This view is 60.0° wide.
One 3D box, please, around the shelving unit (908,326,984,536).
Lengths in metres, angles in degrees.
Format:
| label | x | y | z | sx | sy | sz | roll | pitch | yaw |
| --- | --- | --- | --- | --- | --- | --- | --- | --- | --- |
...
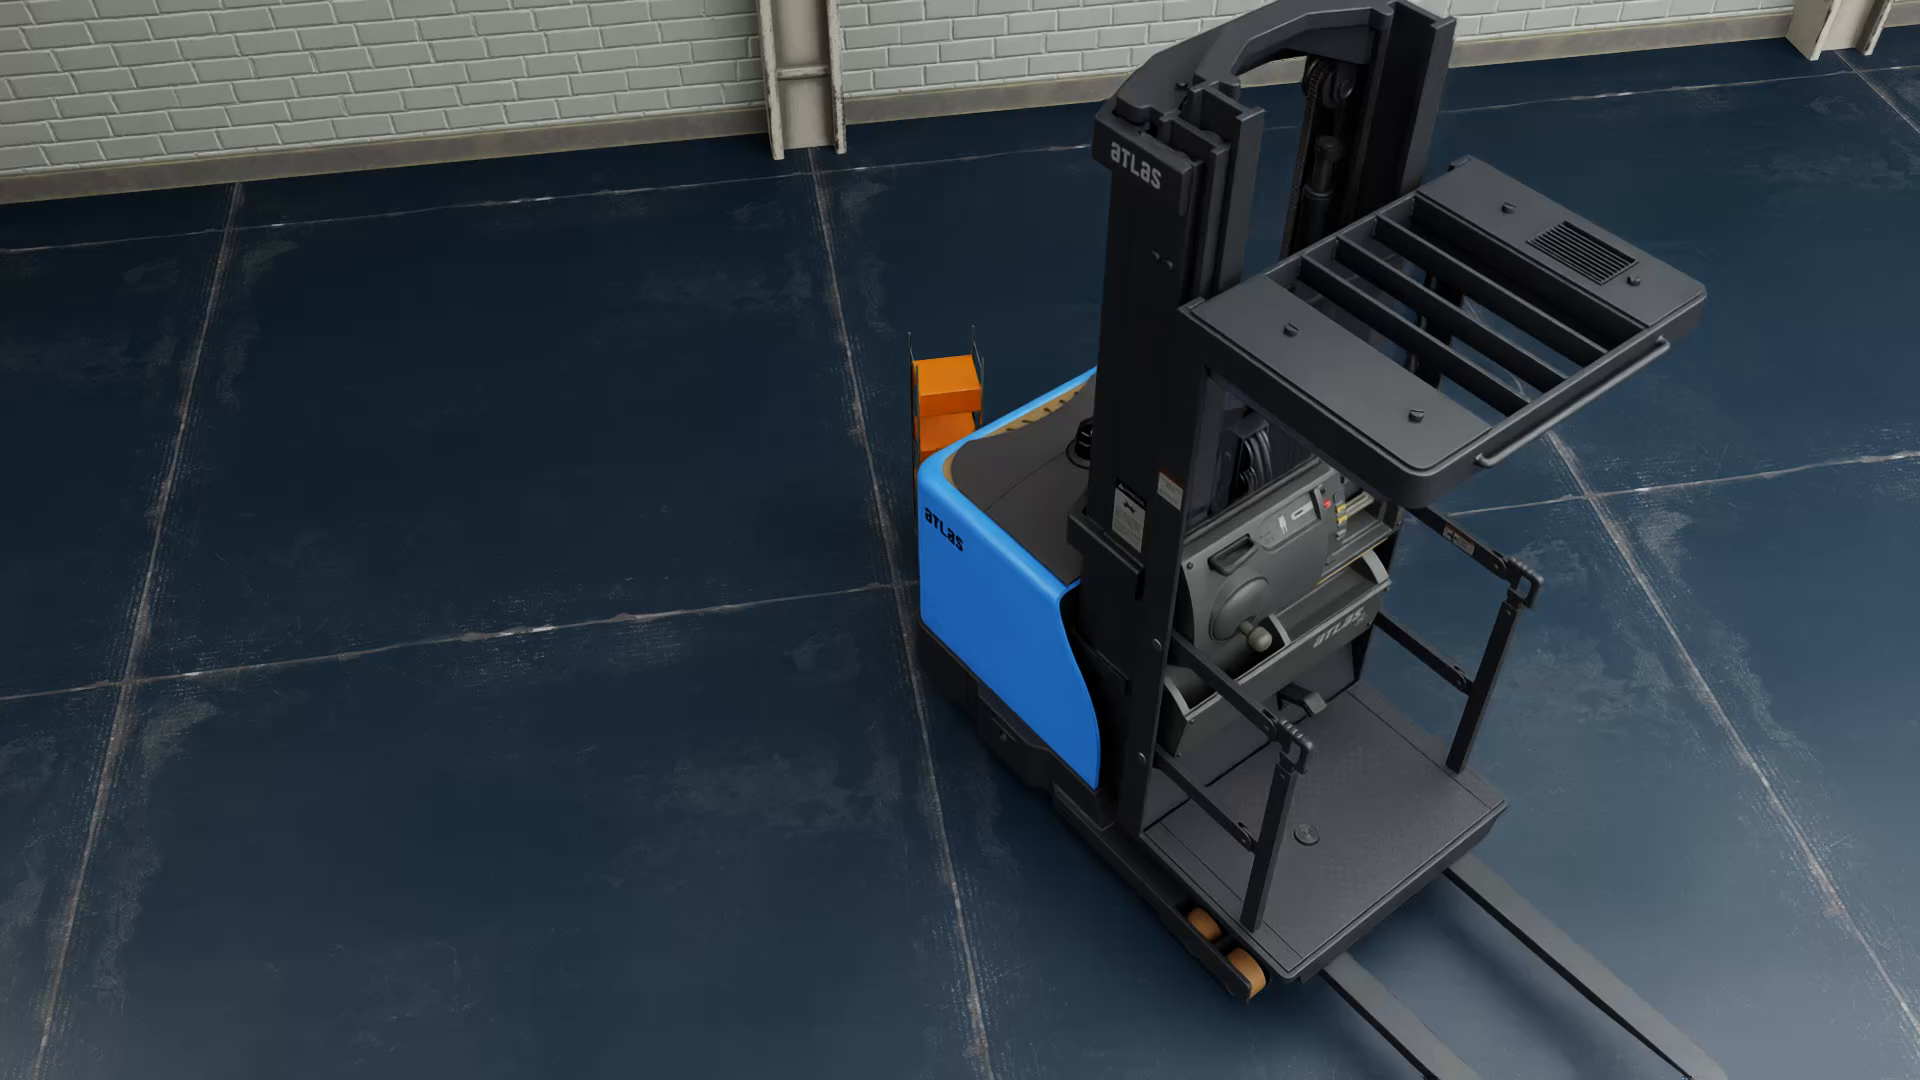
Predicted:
| label | x | y | z | sx | sy | sz | roll | pitch | yaw |
| --- | --- | --- | --- | --- | --- | --- | --- | --- | --- |
| shelving unit | -0.053 | -0.358 | 6.559 | 0.252 | 1.050 | 0.215 | -7 | 46 | -7 |

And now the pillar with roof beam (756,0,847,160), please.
| label | x | y | z | sx | sy | sz | roll | pitch | yaw |
| --- | --- | --- | --- | --- | --- | --- | --- | --- | --- |
| pillar with roof beam | -0.097 | -2.238 | 2.850 | 0.400 | 9.000 | 9.100 | -7 | 46 | -7 |

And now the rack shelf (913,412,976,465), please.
| label | x | y | z | sx | sy | sz | roll | pitch | yaw |
| --- | --- | --- | --- | --- | --- | --- | --- | --- | --- |
| rack shelf | -0.053 | -0.350 | 6.566 | 0.240 | 0.259 | 0.215 | -7 | 46 | -7 |

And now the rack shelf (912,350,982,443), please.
| label | x | y | z | sx | sy | sz | roll | pitch | yaw |
| --- | --- | --- | --- | --- | --- | --- | --- | --- | --- |
| rack shelf | -0.053 | -0.547 | 6.362 | 0.240 | 0.259 | 0.215 | -7 | 46 | -7 |

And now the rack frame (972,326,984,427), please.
| label | x | y | z | sx | sy | sz | roll | pitch | yaw |
| --- | --- | --- | --- | --- | --- | --- | --- | --- | --- |
| rack frame | 0.067 | -0.373 | 6.573 | 0.008 | 1.050 | 0.200 | -7 | 46 | -7 |

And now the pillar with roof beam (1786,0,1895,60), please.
| label | x | y | z | sx | sy | sz | roll | pitch | yaw |
| --- | --- | --- | --- | --- | --- | --- | --- | --- | --- |
| pillar with roof beam | 5.815 | -2.974 | 3.560 | 0.400 | 9.000 | 9.100 | -7 | 46 | -7 |

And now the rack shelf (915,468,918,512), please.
| label | x | y | z | sx | sy | sz | roll | pitch | yaw |
| --- | --- | --- | --- | --- | --- | --- | --- | --- | --- |
| rack shelf | -0.053 | -0.158 | 6.767 | 0.240 | 0.259 | 0.215 | -7 | 46 | -7 |

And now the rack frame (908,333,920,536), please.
| label | x | y | z | sx | sy | sz | roll | pitch | yaw |
| --- | --- | --- | --- | --- | --- | --- | --- | --- | --- |
| rack frame | -0.173 | -0.343 | 6.544 | 0.008 | 1.050 | 0.200 | -7 | 46 | -7 |

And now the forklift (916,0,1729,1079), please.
| label | x | y | z | sx | sy | sz | roll | pitch | yaw |
| --- | --- | --- | --- | --- | --- | --- | --- | --- | --- |
| forklift | 1.142 | 0.082 | 4.829 | 1.130 | 2.935 | 3.031 | -30 | 53 | -25 |
